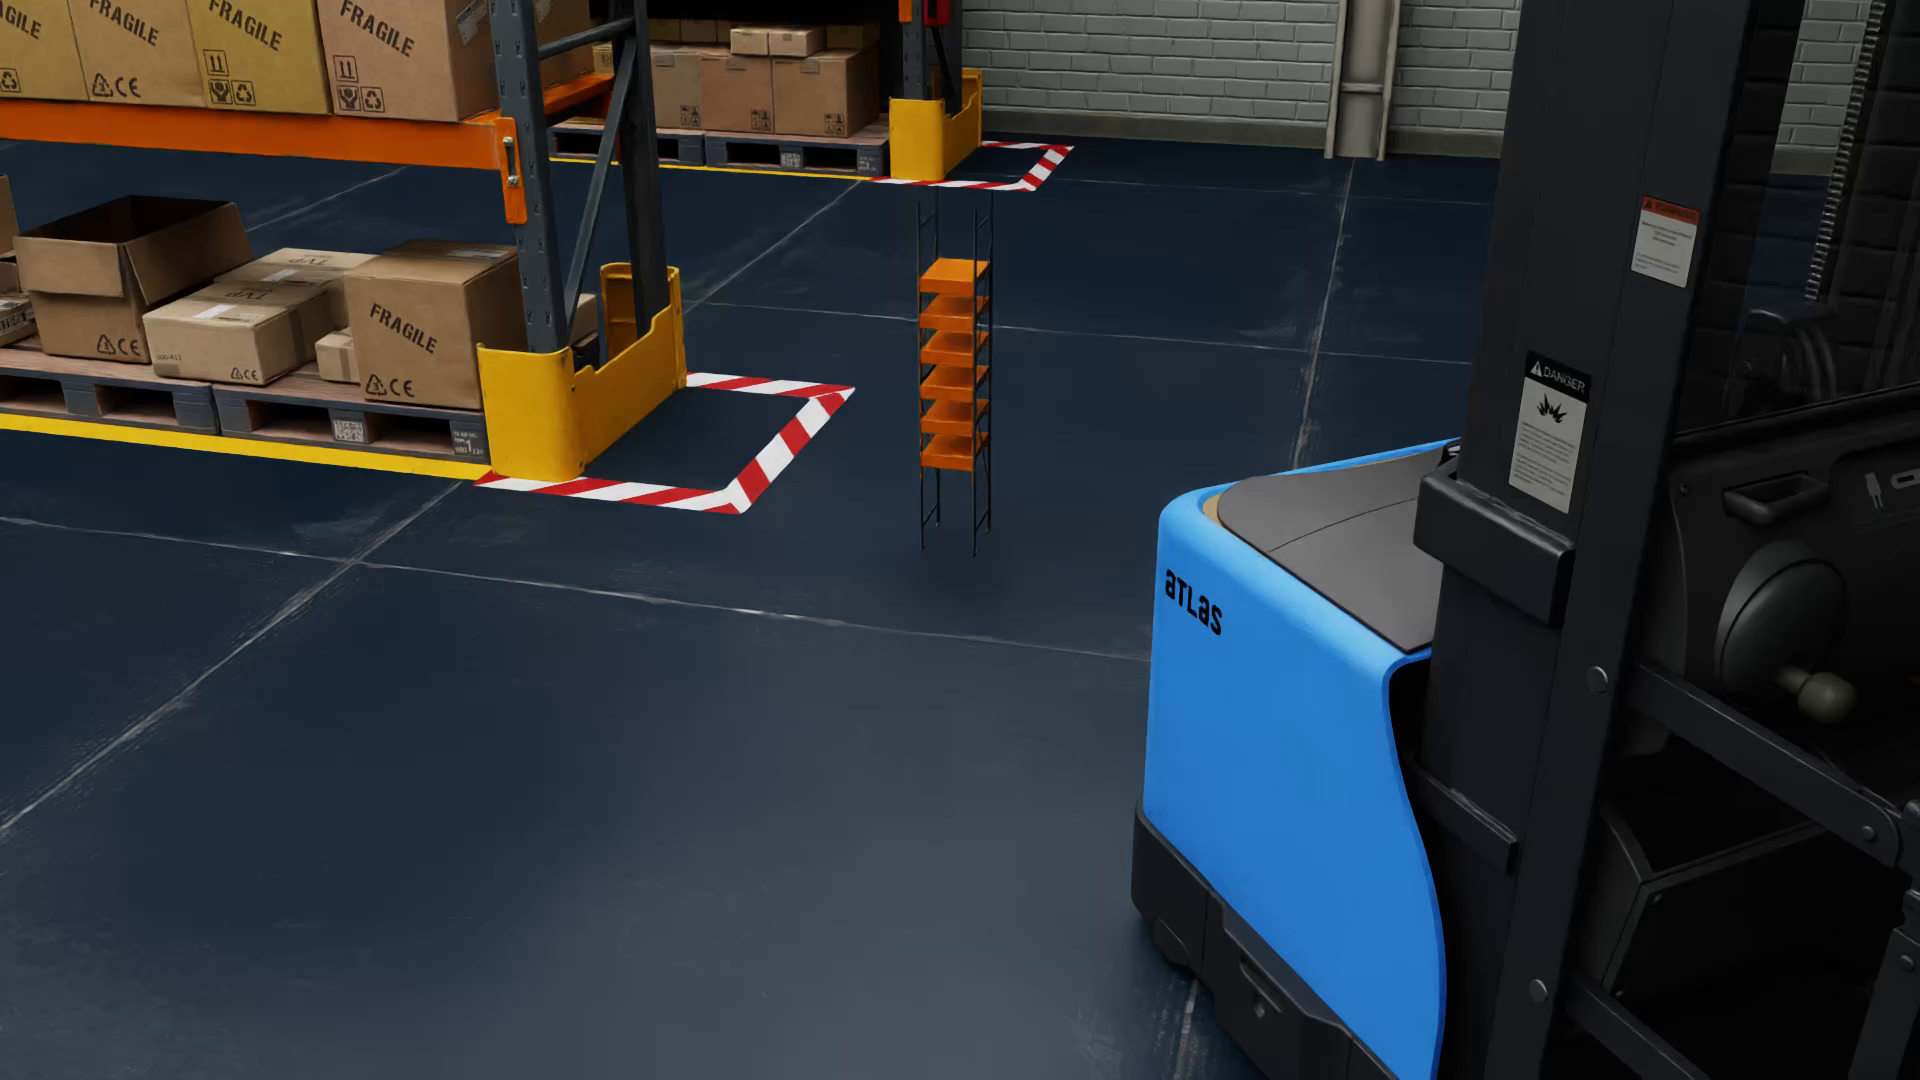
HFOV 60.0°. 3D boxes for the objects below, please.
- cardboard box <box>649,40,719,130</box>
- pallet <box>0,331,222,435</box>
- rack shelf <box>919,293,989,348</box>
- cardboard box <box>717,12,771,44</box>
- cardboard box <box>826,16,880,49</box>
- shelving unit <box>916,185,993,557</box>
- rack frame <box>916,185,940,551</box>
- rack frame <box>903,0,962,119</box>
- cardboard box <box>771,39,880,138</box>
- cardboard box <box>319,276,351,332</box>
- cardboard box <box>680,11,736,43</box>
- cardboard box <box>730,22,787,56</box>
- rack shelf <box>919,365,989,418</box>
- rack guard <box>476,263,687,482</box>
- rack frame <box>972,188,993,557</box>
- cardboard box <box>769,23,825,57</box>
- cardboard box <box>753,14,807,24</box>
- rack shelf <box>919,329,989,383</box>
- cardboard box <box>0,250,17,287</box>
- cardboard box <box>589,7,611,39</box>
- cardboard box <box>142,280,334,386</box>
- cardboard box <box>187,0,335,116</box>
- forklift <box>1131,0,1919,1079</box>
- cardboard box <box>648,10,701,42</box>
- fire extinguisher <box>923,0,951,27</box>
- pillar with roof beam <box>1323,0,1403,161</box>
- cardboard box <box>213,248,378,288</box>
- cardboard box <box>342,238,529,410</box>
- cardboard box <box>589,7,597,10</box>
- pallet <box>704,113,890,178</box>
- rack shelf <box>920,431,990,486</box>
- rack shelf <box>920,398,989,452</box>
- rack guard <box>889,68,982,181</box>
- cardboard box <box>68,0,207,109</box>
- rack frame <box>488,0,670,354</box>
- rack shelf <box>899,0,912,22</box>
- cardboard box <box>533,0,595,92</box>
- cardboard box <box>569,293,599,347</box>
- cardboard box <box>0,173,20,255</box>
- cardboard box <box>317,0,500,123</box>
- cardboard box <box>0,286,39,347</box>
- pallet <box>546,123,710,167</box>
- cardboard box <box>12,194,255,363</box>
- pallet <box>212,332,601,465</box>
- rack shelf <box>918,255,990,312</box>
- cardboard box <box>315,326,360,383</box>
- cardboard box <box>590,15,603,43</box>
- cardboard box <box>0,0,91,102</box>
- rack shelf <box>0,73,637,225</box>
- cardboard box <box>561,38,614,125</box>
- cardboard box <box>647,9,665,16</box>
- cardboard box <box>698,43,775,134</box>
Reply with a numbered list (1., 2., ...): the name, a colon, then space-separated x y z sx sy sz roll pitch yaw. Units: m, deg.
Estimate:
1. cardboard box: -1.844 -3.080 11.150 0.500 0.500 0.700 5 26 11
2. pallet: -3.424 -0.782 7.147 1.213 0.211 1.003 6 26 13
3. rack shelf: -0.014 -0.720 5.411 0.180 0.103 0.258 6 26 13
4. cardboard box: -1.435 -3.417 11.102 0.250 0.149 0.380 7 26 13
5. cardboard box: -0.702 -3.336 10.933 0.250 0.149 0.380 6 26 13
6. shelving unit: -0.014 -0.543 5.495 0.189 1.200 0.258 6 26 13
7. rack frame: -0.103 -0.553 5.516 0.006 1.200 0.240 6 26 13
8. rack frame: -0.170 -3.879 10.408 0.127 3.000 1.000 6 26 13
9. cardboard box: -0.873 -2.973 10.925 0.500 0.500 0.700 6 26 13
10. cardboard box: -2.340 -1.003 7.055 0.500 0.250 0.500 6 26 13
11. cardboard box: -1.681 -3.444 11.159 0.250 0.149 0.380 7 26 14
12. cardboard box: -1.290 -3.231 10.712 0.250 0.149 0.380 7 26 14
13. rack shelf: -0.014 -0.503 5.514 0.180 0.103 0.258 6 26 13
14. rack guard: -1.473 -0.696 6.630 0.348 0.500 1.175 6 26 13
15. rack frame: 0.075 -0.533 5.475 0.006 1.200 0.240 6 26 13
16. cardboard box: -1.042 -3.204 10.655 0.250 0.149 0.380 6 26 12
17. cardboard box: -1.192 -3.390 11.046 0.250 0.149 0.380 6 26 13
18. rack shelf: -0.014 -0.612 5.463 0.180 0.103 0.258 6 26 13
19. cardboard box: -3.925 -1.206 7.410 0.500 0.311 0.500 6 26 13
20. cardboard box: -2.425 -3.526 11.331 0.250 0.149 0.380 7 26 14
21. cardboard box: -2.900 -0.843 6.719 0.500 0.250 0.500 6 26 13
22. cardboard box: -2.405 -1.850 6.030 0.500 0.500 0.500 7 26 13
23. forklift: 1.475 0.039 2.258 1.130 2.935 3.031 -11 28 -22
24. cardboard box: -1.930 -3.471 11.216 0.250 0.149 0.380 7 26 14
25. fire extinguisher: -0.139 -3.467 10.068 0.183 0.674 0.296 6 26 13
26. pillar with roof beam: 1.589 -4.867 5.503 0.400 9.000 9.100 6 26 13
27. cardboard box: -2.824 -1.057 7.167 0.500 0.250 0.500 6 26 13
28. cardboard box: -1.988 -0.842 6.425 0.500 0.500 0.500 6 26 13
29. cardboard box: -2.670 -3.553 11.388 0.250 0.149 0.380 5 26 11
30. pallet: -0.964 -2.673 11.119 1.213 0.211 1.003 6 26 13
31. rack shelf: -0.014 -0.286 5.618 0.180 0.103 0.258 6 26 13
32. rack shelf: -0.014 -0.395 5.566 0.180 0.103 0.258 6 26 13
33. rack guard: -0.146 -2.748 10.940 0.348 0.500 1.175 6 26 13
34. cardboard box: -2.886 -1.906 6.147 0.500 0.500 0.500 7 26 13
35. rack frame: -1.400 -1.816 6.076 0.127 3.000 1.000 6 26 13
36. rack shelf: -2.107 -3.768 11.013 4.000 0.370 1.077 6 26 13
37. cardboard box: -1.764 -2.019 6.384 0.500 0.500 0.500 7 26 14
38. cardboard box: -1.720 -0.916 6.989 0.250 0.149 0.380 6 26 13
39. cardboard box: -4.651 -1.372 7.538 0.500 0.500 0.500 6 26 13
40. cardboard box: -1.901 -1.796 5.917 0.500 0.500 0.500 7 26 15
41. cardboard box: -4.081 -0.941 7.020 0.250 0.166 0.380 6 26 13
42. pallet: -2.141 -2.804 11.395 1.213 0.211 1.003 6 26 13
43. cardboard box: -3.453 -1.117 6.999 0.637 0.503 0.797 6 26 13
44. pallet: -2.246 -0.650 6.871 1.213 0.211 1.003 6 26 13
45. rack shelf: -0.014 -0.828 5.360 0.180 0.103 0.258 6 26 13
46. cardboard box: -2.358 -0.772 6.667 0.250 0.166 0.380 6 26 13
47. cardboard box: -2.553 -3.370 11.004 0.250 0.149 0.380 6 26 12
48. cardboard box: -3.374 -1.960 6.261 0.500 0.500 0.500 6 26 12
49. rack shelf: -3.337 -1.706 6.680 4.000 0.370 1.077 6 26 13
50. cardboard box: -2.363 -3.134 11.264 0.500 0.500 0.700 7 26 14
51. cardboard box: -2.175 -3.498 11.273 0.250 0.149 0.380 6 26 12
52. cardboard box: -1.357 -3.027 11.038 0.500 0.500 0.700 6 26 13
